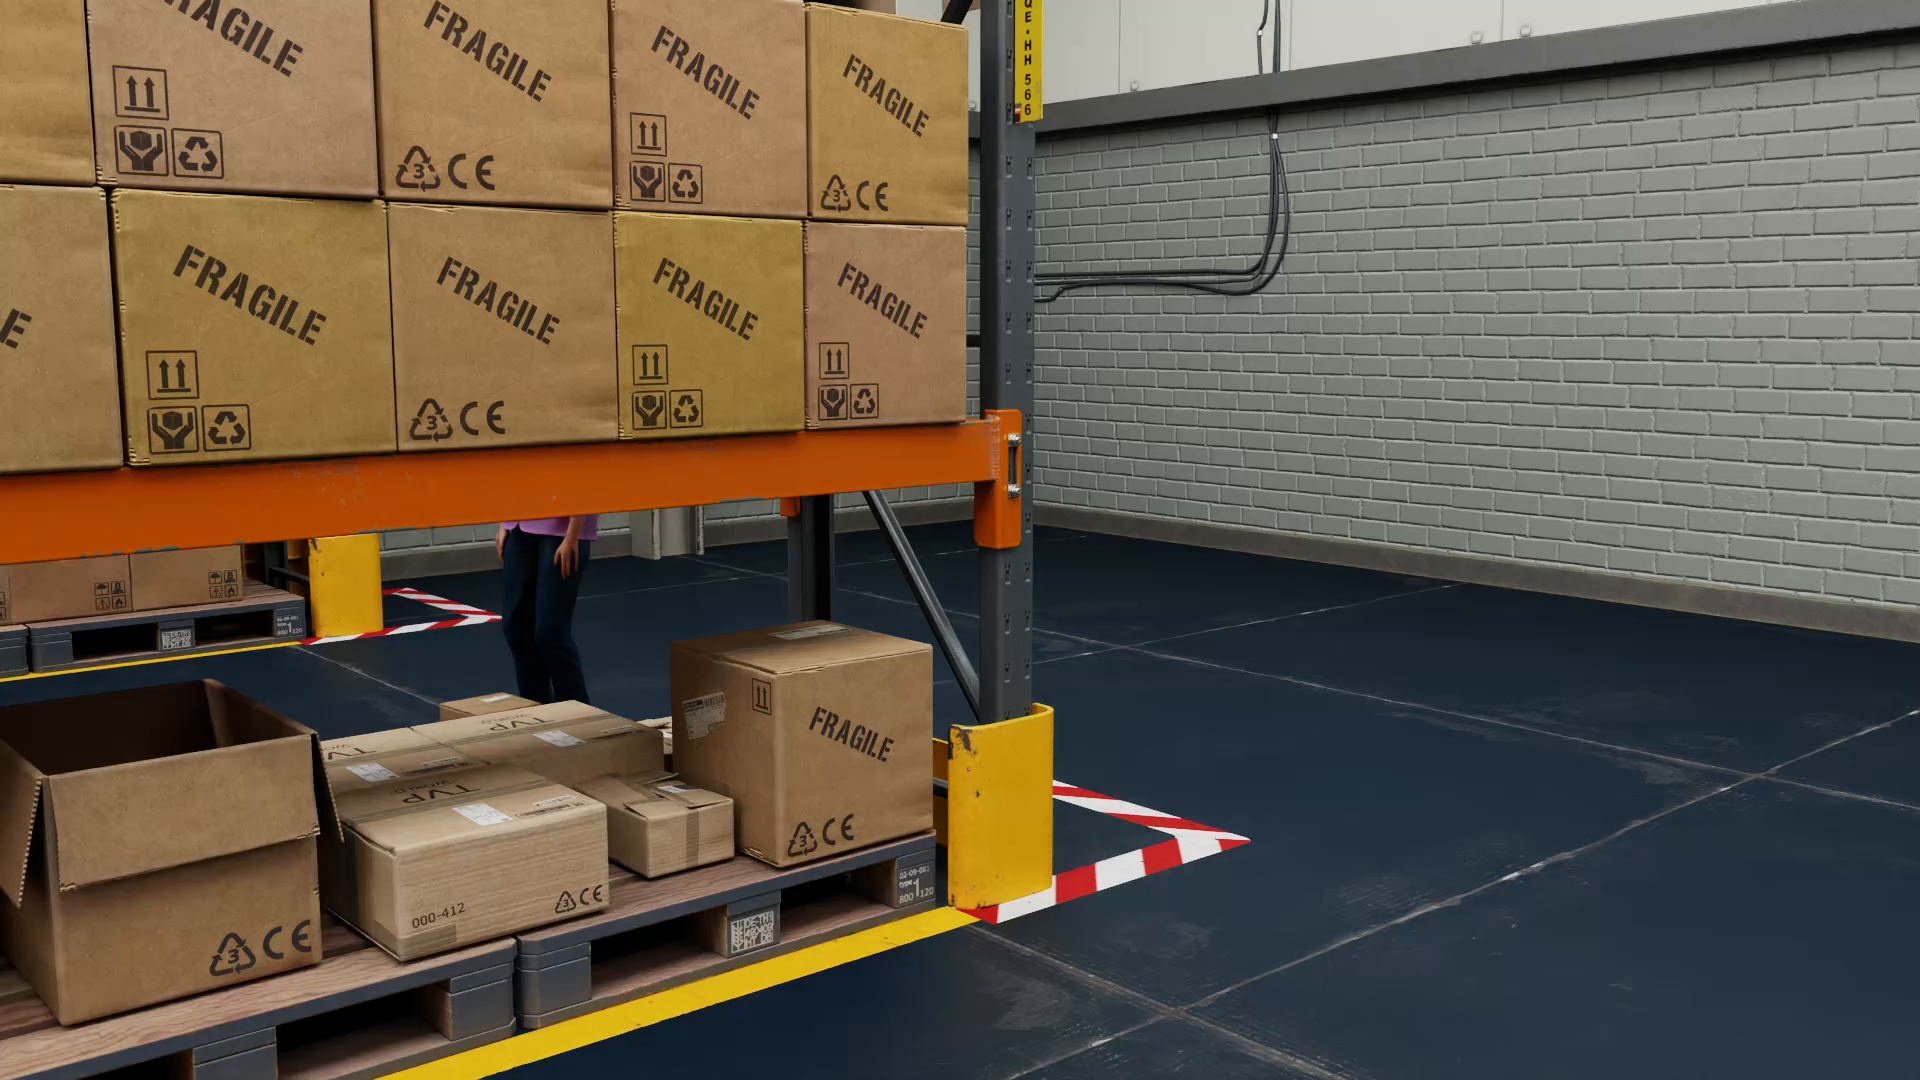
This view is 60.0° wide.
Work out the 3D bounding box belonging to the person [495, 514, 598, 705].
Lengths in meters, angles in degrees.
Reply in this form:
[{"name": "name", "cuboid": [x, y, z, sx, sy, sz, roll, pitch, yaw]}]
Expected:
[{"name": "person", "cuboid": [-1.469, -0.001, 5.852, 0.468, 1.591, 0.346, 7, 10, 42]}]
